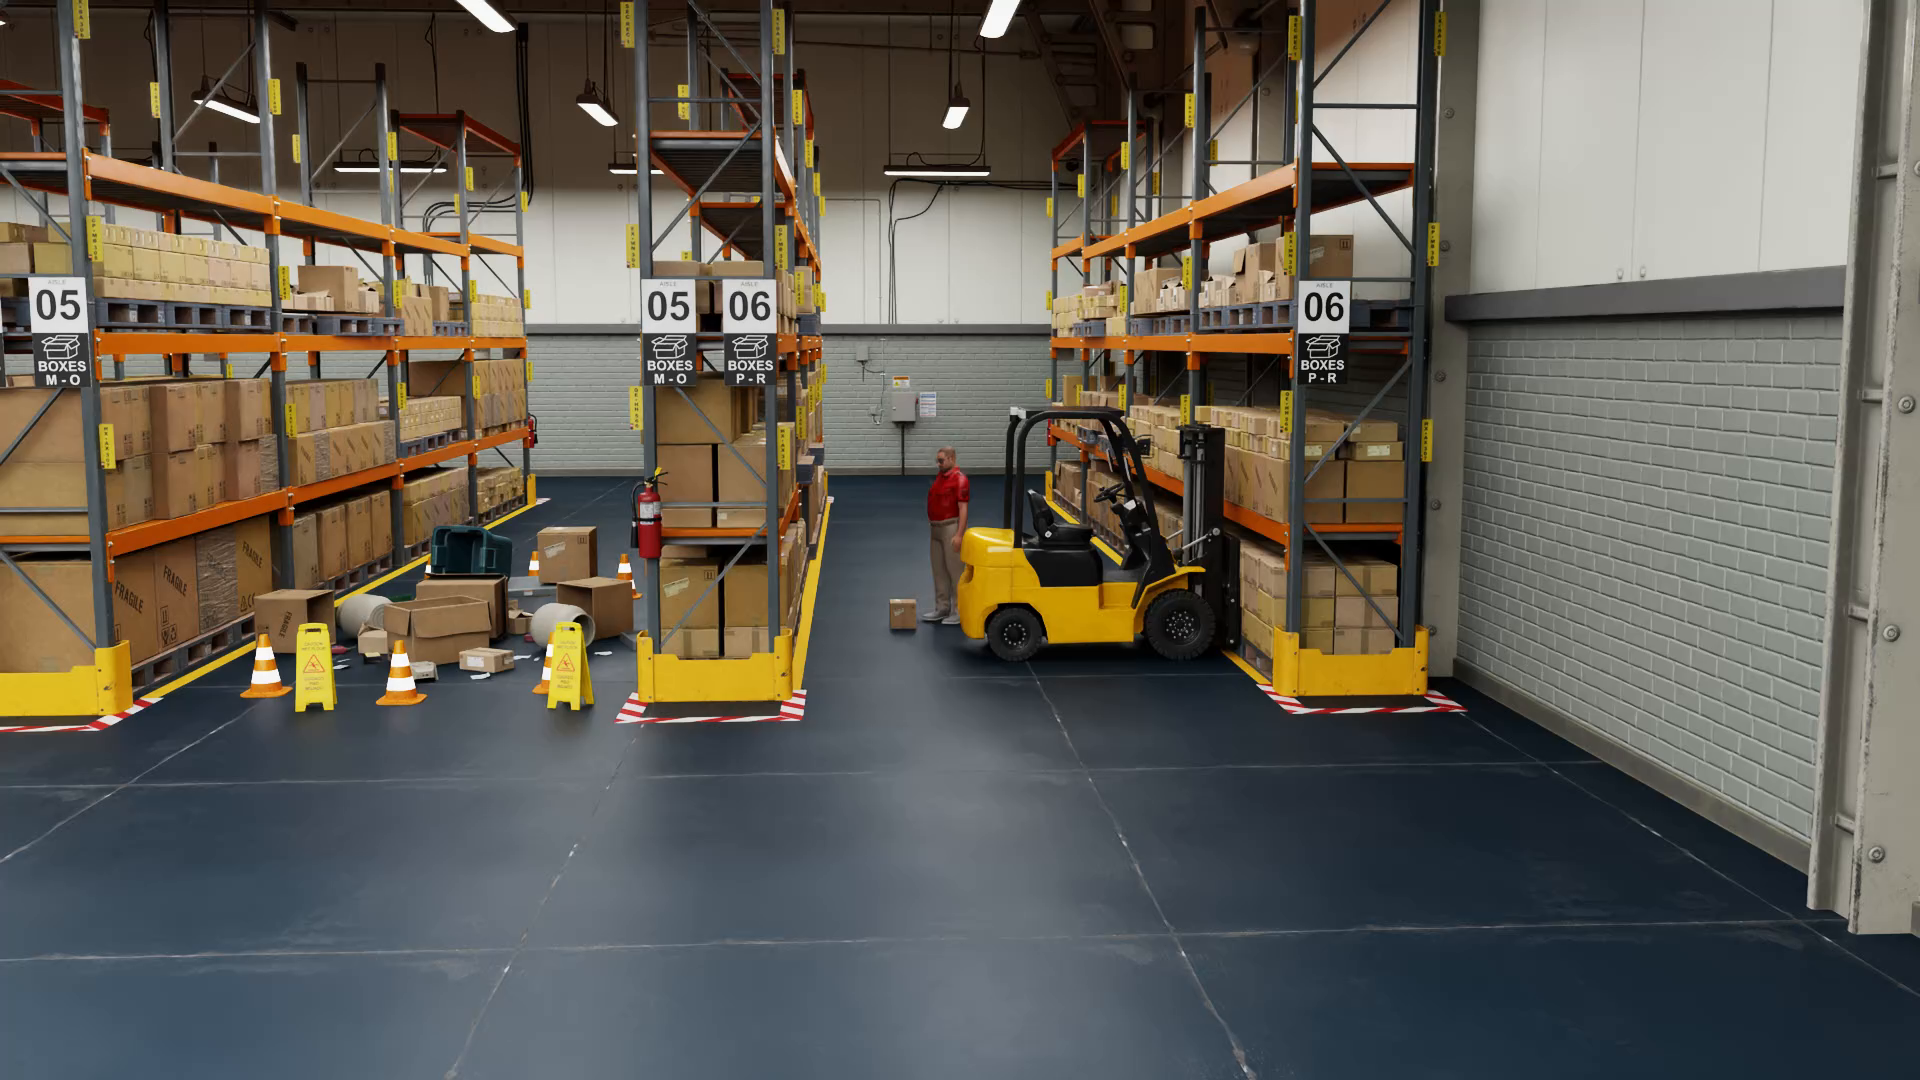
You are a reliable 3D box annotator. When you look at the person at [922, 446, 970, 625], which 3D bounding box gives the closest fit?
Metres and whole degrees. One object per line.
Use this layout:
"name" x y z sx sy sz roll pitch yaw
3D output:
"person" -0.130 -0.051 16.215 0.382 1.727 0.534 -4 8 -30
